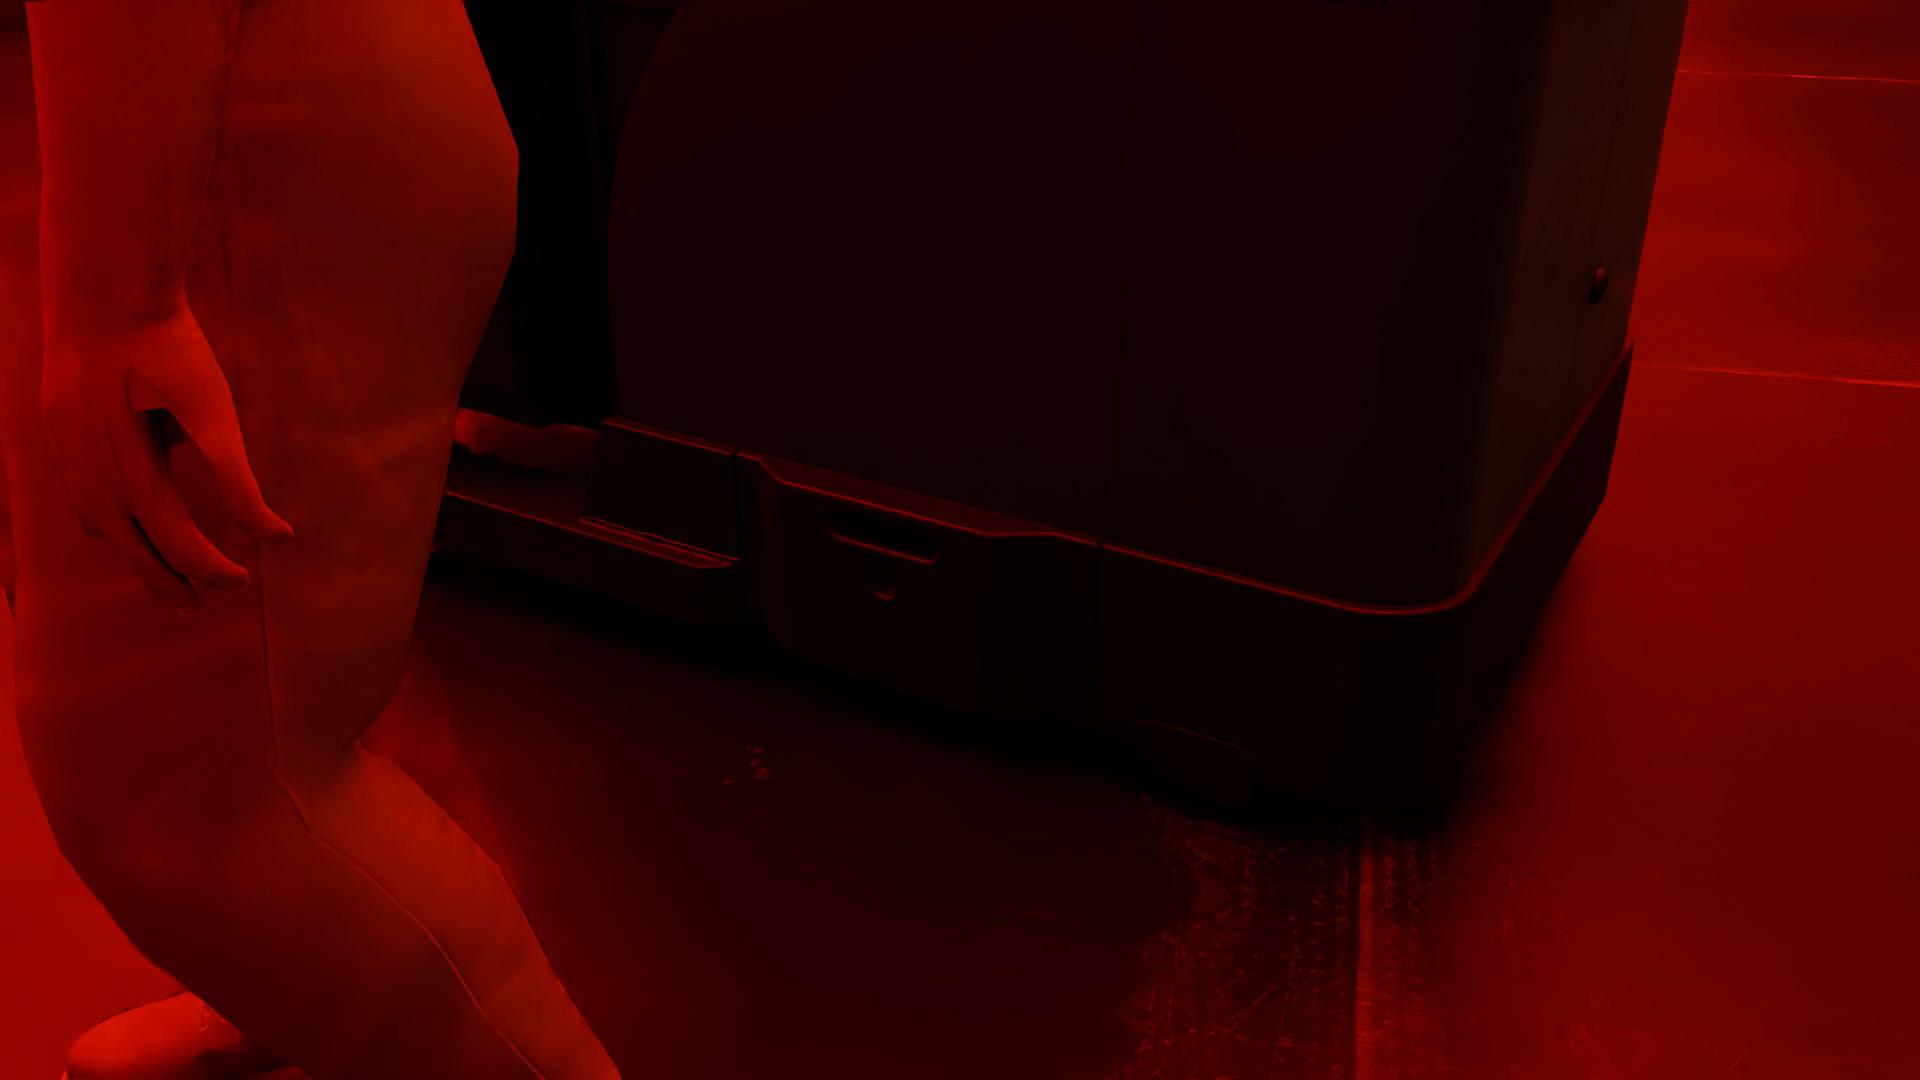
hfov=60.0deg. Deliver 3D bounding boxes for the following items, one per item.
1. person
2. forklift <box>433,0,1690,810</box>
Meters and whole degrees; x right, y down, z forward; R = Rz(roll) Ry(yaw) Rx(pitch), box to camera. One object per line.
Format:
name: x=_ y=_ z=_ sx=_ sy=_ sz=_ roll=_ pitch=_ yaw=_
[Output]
person: x=-0.519 y=-0.256 z=1.064 sx=0.482 sy=1.686 sz=0.817 roll=-8 pitch=28 yaw=-16
forklift: x=-0.566 y=-1.487 z=2.193 sx=3.031 sy=2.935 sz=1.130 roll=15 pitch=30 yaw=27
